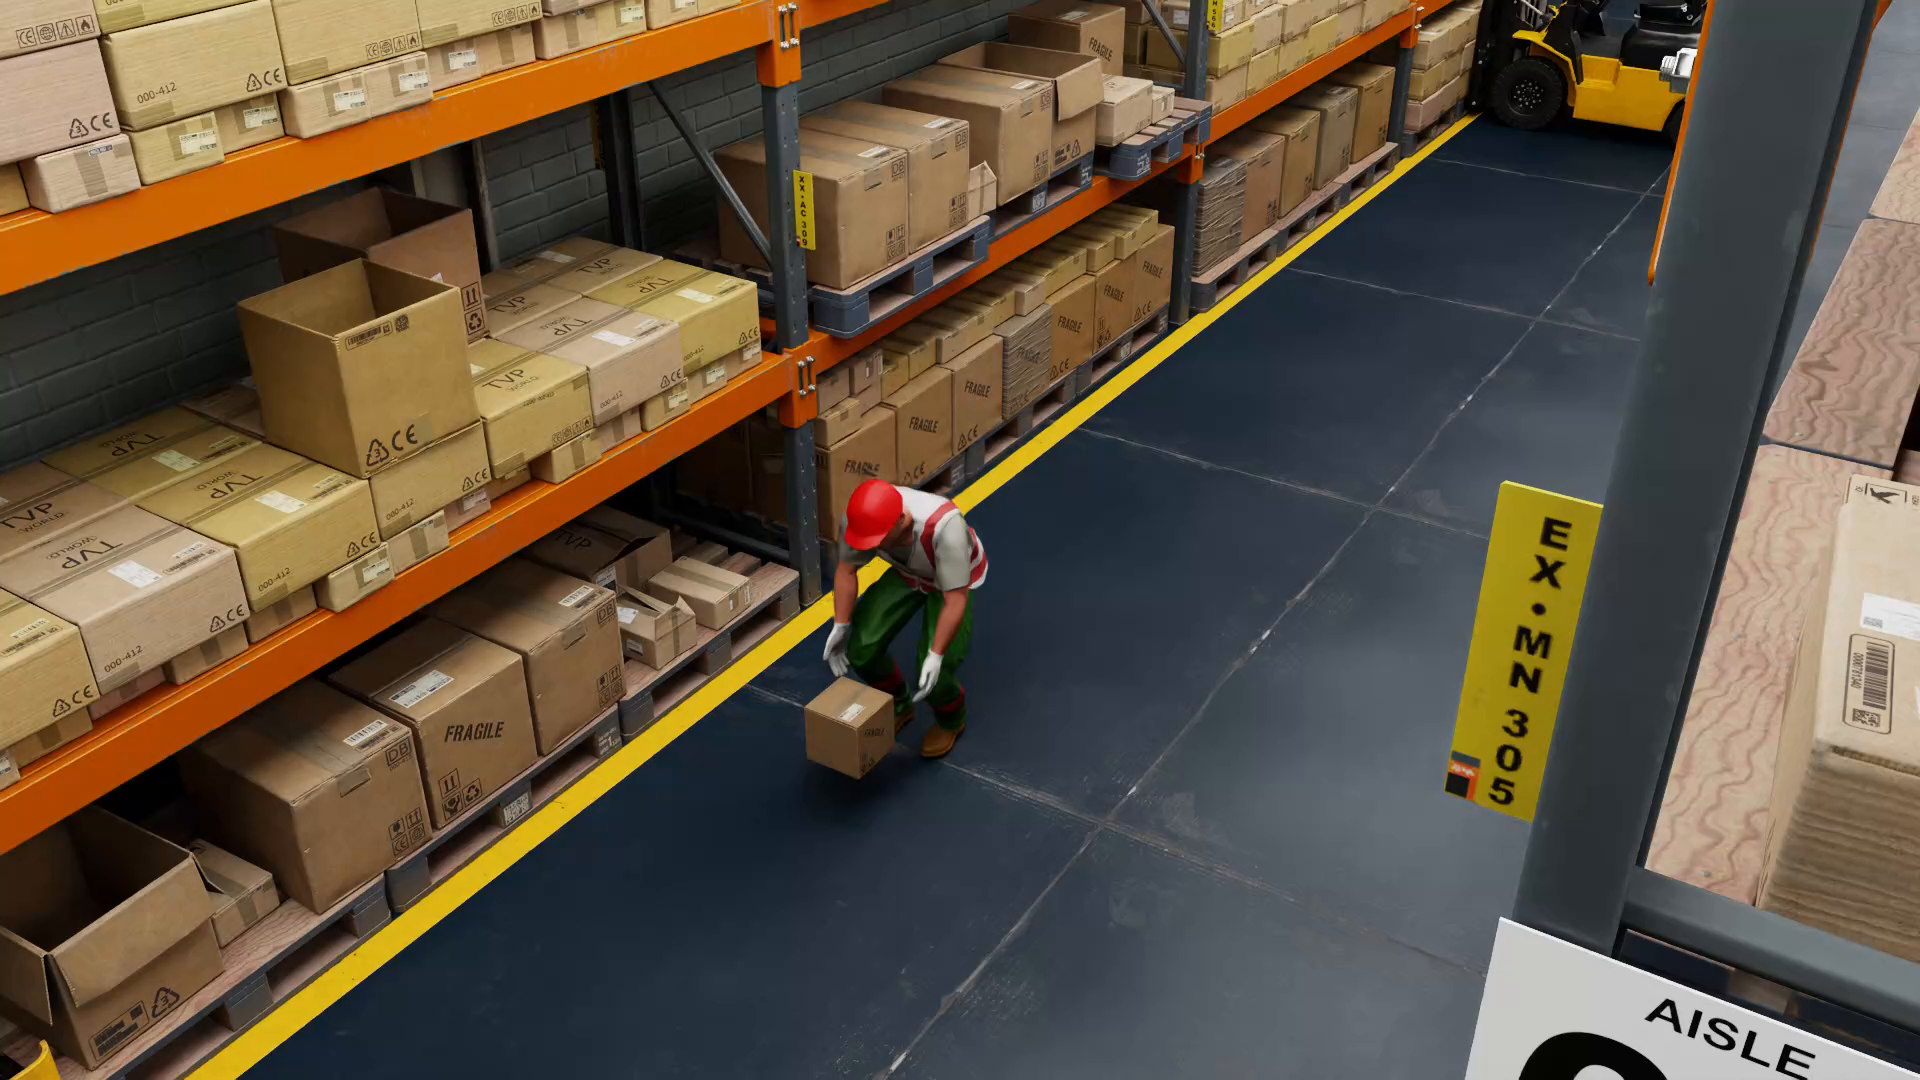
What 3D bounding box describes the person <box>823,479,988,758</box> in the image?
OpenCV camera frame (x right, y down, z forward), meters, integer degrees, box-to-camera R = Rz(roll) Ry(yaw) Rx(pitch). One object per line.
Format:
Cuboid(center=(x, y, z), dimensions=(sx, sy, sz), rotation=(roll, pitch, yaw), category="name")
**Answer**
Cuboid(center=(-0.177, 0.264, 6.586), dimensions=(0.585, 1.354, 0.793), rotation=(18, 35, 27), category="person")
